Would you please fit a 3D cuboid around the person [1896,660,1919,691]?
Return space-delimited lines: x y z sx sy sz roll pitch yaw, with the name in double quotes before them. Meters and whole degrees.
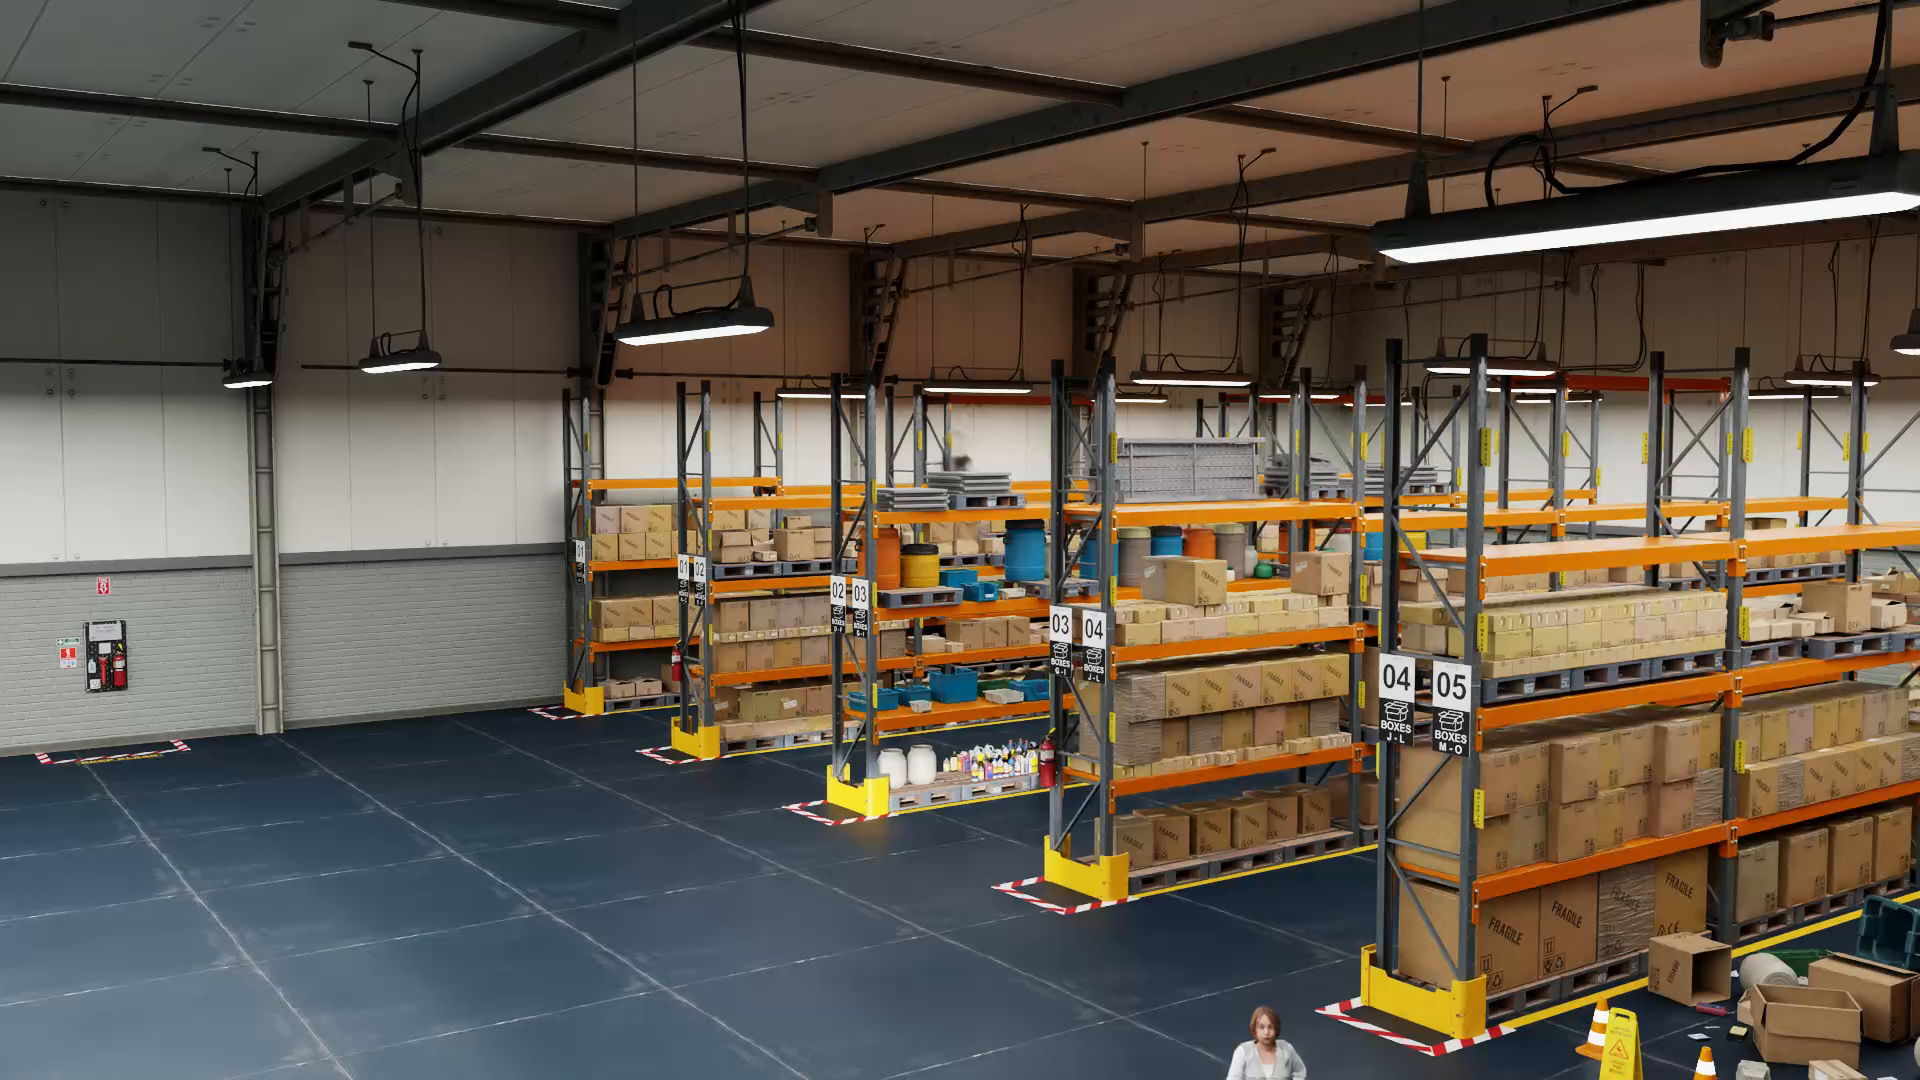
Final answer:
"person" 15.067 2.655 26.204 0.588 1.661 0.888 3 5 42

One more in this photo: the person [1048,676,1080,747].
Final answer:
"person" 1.692 2.623 26.826 0.587 1.659 0.648 -2 4 -32

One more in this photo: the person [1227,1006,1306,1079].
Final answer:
"person" 1.892 3.696 10.306 0.516 1.635 0.678 1 4 8
